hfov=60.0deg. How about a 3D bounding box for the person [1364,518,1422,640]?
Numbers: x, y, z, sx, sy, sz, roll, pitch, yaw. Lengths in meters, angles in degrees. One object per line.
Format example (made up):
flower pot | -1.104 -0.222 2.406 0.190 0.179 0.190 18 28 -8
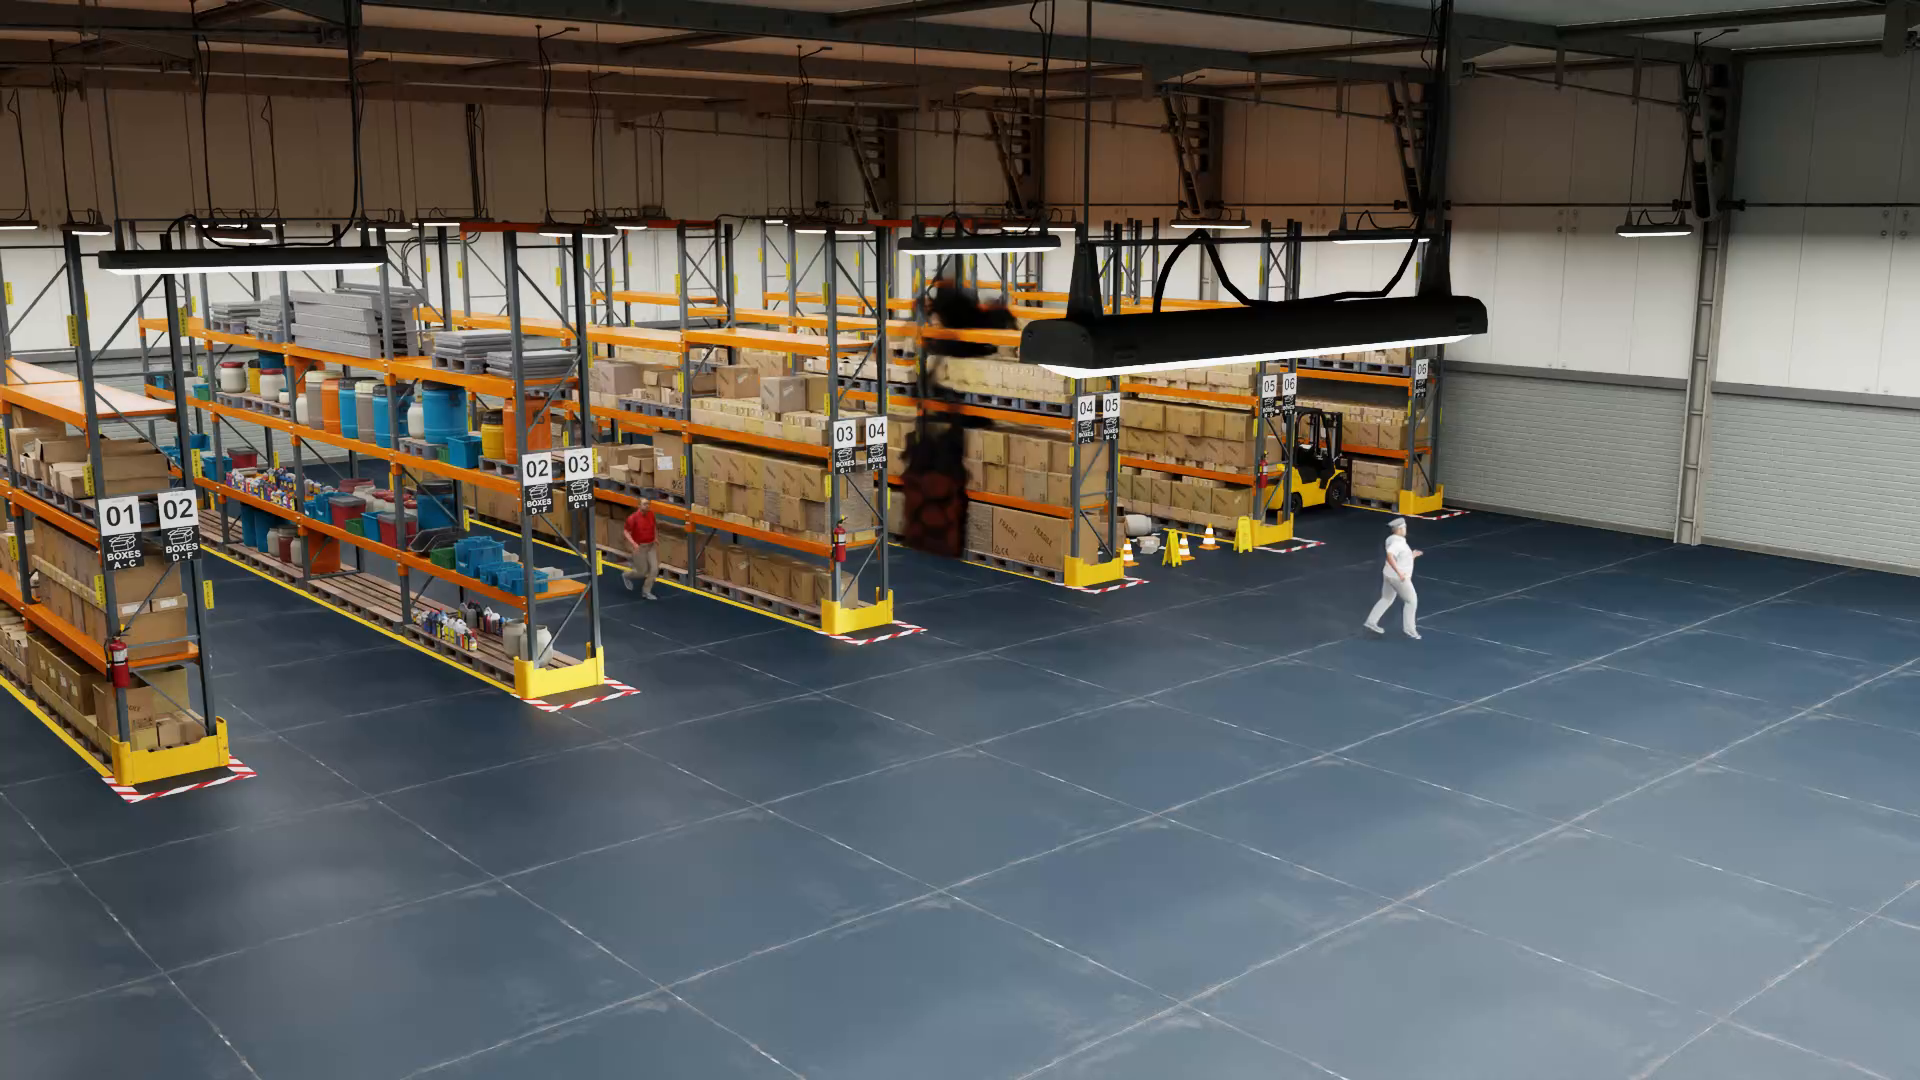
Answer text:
person | 6.426 0.575 24.524 0.837 1.839 0.640 -2 12 -10

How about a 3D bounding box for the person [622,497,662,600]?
person | -5.198 0.121 27.078 0.652 1.678 0.650 10 15 41
